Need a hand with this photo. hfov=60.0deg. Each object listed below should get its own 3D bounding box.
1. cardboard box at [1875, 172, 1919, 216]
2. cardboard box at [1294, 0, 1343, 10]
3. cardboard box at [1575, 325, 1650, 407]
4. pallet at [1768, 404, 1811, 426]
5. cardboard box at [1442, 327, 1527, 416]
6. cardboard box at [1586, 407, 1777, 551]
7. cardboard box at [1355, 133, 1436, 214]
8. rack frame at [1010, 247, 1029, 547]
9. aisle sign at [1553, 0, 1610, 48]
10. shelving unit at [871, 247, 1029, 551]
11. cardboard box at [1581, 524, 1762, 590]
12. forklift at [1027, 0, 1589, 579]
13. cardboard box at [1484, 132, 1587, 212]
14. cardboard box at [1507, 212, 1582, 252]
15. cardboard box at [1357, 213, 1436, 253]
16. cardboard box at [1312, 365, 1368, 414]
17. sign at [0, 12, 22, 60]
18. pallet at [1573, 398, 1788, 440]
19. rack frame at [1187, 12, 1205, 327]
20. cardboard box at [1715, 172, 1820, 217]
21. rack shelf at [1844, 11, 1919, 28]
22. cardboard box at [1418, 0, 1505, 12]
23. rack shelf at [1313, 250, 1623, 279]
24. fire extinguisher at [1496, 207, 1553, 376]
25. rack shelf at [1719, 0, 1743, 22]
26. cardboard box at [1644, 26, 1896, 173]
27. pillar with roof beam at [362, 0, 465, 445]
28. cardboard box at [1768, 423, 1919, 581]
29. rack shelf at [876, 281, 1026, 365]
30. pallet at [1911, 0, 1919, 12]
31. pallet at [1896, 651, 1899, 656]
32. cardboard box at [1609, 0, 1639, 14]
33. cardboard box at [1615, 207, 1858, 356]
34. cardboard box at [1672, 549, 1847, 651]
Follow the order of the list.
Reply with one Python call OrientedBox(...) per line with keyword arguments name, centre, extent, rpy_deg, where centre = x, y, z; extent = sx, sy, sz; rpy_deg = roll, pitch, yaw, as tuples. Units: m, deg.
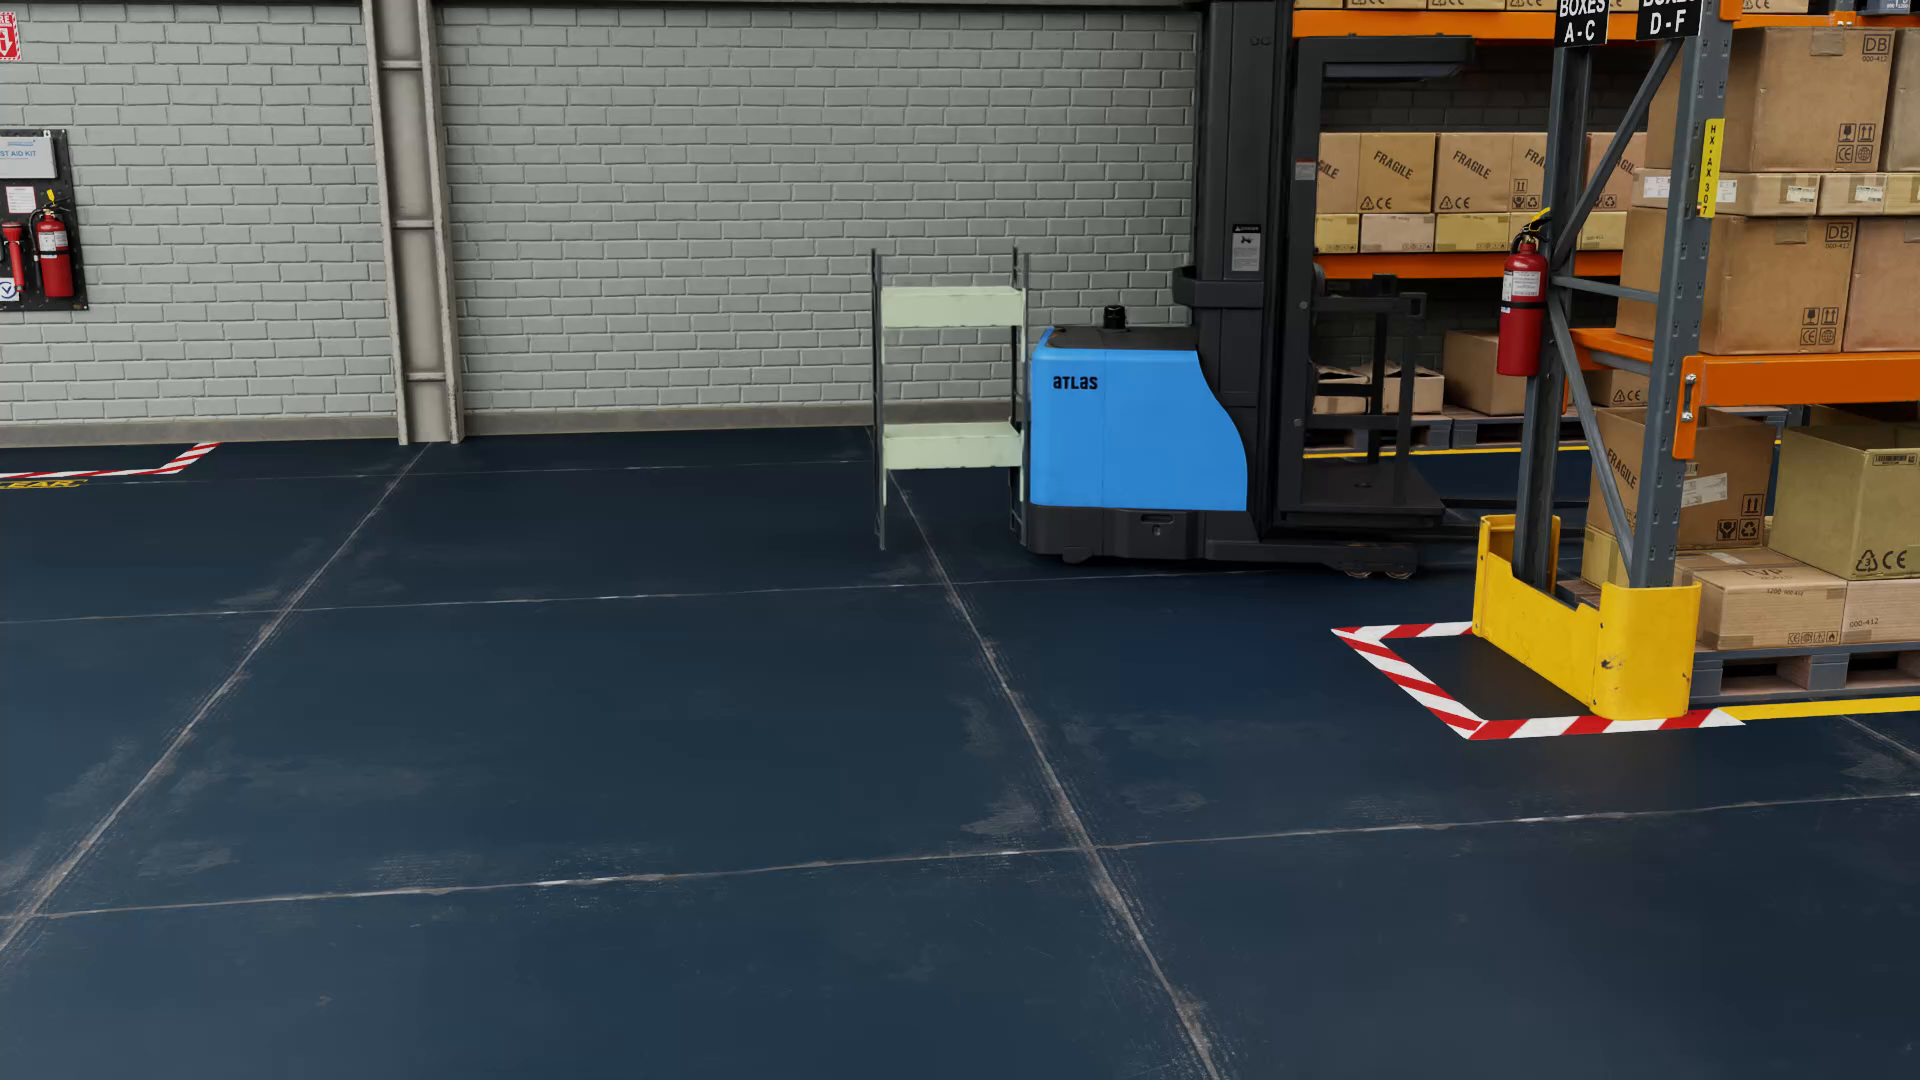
OrientedBox(name="cardboard box", centre=(3.400, -1.283, 6.132), extent=(0.250, 0.149, 0.380), rpy_deg=(-2, 14, -8))
OrientedBox(name="cardboard box", centre=(2.099, -3.595, 10.478), extent=(0.500, 0.500, 0.500), rpy_deg=(-2, 14, -7))
OrientedBox(name="cardboard box", centre=(4.666, -1.229, 11.689), extent=(0.500, 0.500, 0.500), rpy_deg=(-3, 14, -13))
OrientedBox(name="pallet", centre=(6.456, -0.951, 12.080), extent=(1.213, 0.211, 1.003), rpy_deg=(-2, 14, -8))
OrientedBox(name="cardboard box", centre=(3.725, -1.170, 11.453), extent=(0.500, 0.500, 0.700), rpy_deg=(-3, 14, -12))
OrientedBox(name="cardboard box", centre=(2.958, -0.263, 6.853), extent=(0.500, 0.500, 0.500), rpy_deg=(-2, 14, -8))
OrientedBox(name="cardboard box", centre=(2.738, -2.391, 10.816), extent=(0.500, 0.500, 0.500), rpy_deg=(-2, 14, -8))
OrientedBox(name="rack frame", centre=(0.306, -0.742, 8.596), extent=(0.023, 1.500, 0.400), rpy_deg=(-2, 14, -7))
OrientedBox(name="aisle sign", centre=(2.364, -2.268, 6.254), extent=(0.004, 0.787, 0.394), rpy_deg=(-2, 14, -8))
OrientedBox(name="shelving unit", centre=(-0.057, -0.730, 8.551), extent=(0.755, 1.500, 0.431), rpy_deg=(-2, 14, -7))
OrientedBox(name="cardboard box", centre=(2.959, 0.101, 6.942), extent=(0.500, 0.250, 0.500), rpy_deg=(-2, 14, -8))
OrientedBox(name="forklift", centre=(1.885, -1.370, 8.159), extent=(3.031, 2.935, 1.130), rpy_deg=(2, 14, 6))
OrientedBox(name="cardboard box", centre=(3.758, -2.430, 10.970), extent=(0.500, 0.500, 0.500), rpy_deg=(-2, 14, -7))
OrientedBox(name="cardboard box", centre=(3.777, -2.065, 11.058), extent=(0.500, 0.250, 0.500), rpy_deg=(-2, 14, -8))
OrientedBox(name="cardboard box", centre=(2.772, -2.030, 10.919), extent=(0.500, 0.250, 0.500), rpy_deg=(-3, 14, -10))
OrientedBox(name="cardboard box", centre=(2.428, -1.043, 11.336), extent=(0.500, 0.311, 0.500), rpy_deg=(-4, 15, -15))
OrientedBox(name="sign", centre=(-6.111, -3.214, 10.604), extent=(0.199, 0.298, 0.001), rpy_deg=(-2, 14, -8))
OrientedBox(name="pallet", centre=(5.027, -0.890, 11.835), extent=(1.213, 0.211, 1.003), rpy_deg=(-2, 14, -8))
OrientedBox(name="rack frame", centre=(1.731, -2.130, 11.049), extent=(0.127, 3.000, 1.000), rpy_deg=(-2, 14, -8))
OrientedBox(name="cardboard box", centre=(2.892, -1.264, 6.057), extent=(0.250, 0.149, 0.380), rpy_deg=(-2, 14, -9))
OrientedBox(name="rack shelf", centre=(7.664, -3.453, 11.638), extent=(4.000, 0.370, 1.077), rpy_deg=(-2, 14, -8))
OrientedBox(name="cardboard box", centre=(3.148, -3.626, 10.600), extent=(0.500, 0.500, 0.500), rpy_deg=(-1, 14, -6))
OrientedBox(name="rack shelf", centre=(3.708, -1.854, 11.425), extent=(4.000, 0.370, 1.077), rpy_deg=(-2, 14, -8))
OrientedBox(name="fire extinguisher", centre=(2.286, -1.008, 6.736), extent=(0.183, 0.674, 0.296), rpy_deg=(-2, 14, -8))
OrientedBox(name="rack shelf", centre=(4.450, -2.117, 6.309), extent=(4.000, 0.370, 1.077), rpy_deg=(-2, 14, -8))
OrientedBox(name="cardboard box", centre=(2.988, -1.632, 6.191), extent=(0.500, 0.500, 0.700), rpy_deg=(-2, 14, -8))
OrientedBox(name="pillar with roof beam", centre=(-2.998, -4.020, 6.254), extent=(0.400, 9.000, 9.100), rpy_deg=(-2, 14, -8))
OrientedBox(name="cardboard box", centre=(3.530, -0.157, 6.428), extent=(0.500, 0.500, 0.500), rpy_deg=(-2, 14, -8))
OrientedBox(name="rack shelf", centre=(-0.057, -1.109, 8.456), extent=(0.720, 0.370, 0.431), rpy_deg=(-2, 14, -7))
OrientedBox(name="pallet", centre=(7.337, -3.674, 11.424), extent=(1.003, 0.211, 1.213), rpy_deg=(-2, 14, -8))
OrientedBox(name="pallet", centre=(4.426, 0.333, 6.961), extent=(1.213, 0.211, 1.003), rpy_deg=(-2, 14, -8))
OrientedBox(name="cardboard box", centre=(4.179, -3.666, 10.760), extent=(0.500, 0.500, 0.500), rpy_deg=(-3, 14, -11))
OrientedBox(name="cardboard box", centre=(2.936, -1.001, 6.341), extent=(0.500, 0.500, 0.700), rpy_deg=(-2, 14, -8))
OrientedBox(name="cardboard box", centre=(3.036, 0.226, 6.445), extent=(0.500, 0.250, 0.500), rpy_deg=(-2, 14, -8))
